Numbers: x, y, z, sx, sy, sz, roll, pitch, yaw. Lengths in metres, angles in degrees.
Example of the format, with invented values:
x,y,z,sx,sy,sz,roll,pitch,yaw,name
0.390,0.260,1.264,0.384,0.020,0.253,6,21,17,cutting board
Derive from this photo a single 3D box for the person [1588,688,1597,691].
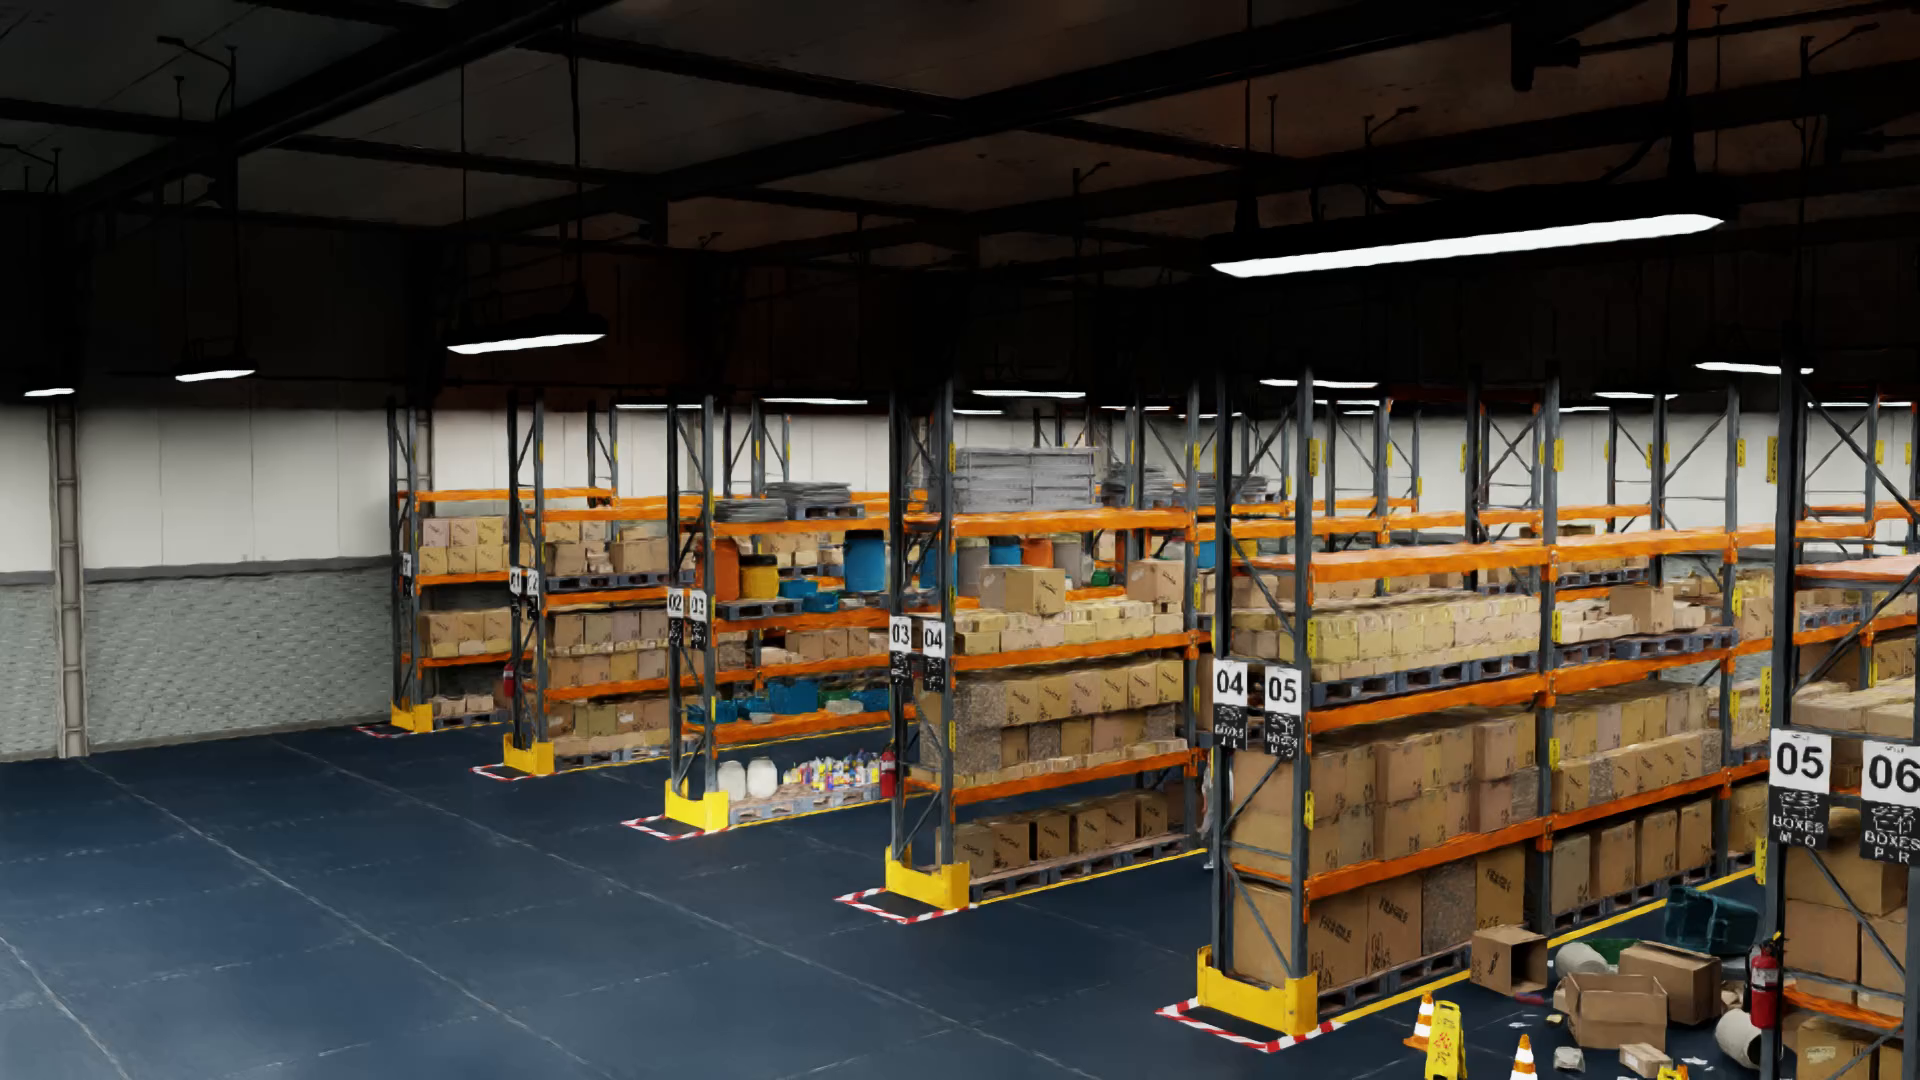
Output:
x,y,z,sx,sy,sz,roll,pitch,yaw,name
8.722,2.919,22.948,0.677,1.782,0.588,-1,3,-16,person

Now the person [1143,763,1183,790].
x,y,z,sx,sy,sz,roll,pitch,yaw,name
3.109,2.915,24.726,0.998,1.596,0.463,-3,4,-41,person

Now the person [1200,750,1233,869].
x,y,z,sx,sy,sz,roll,pitch,yaw,name
3.108,3.240,19.868,0.519,1.541,0.566,-3,5,-43,person
